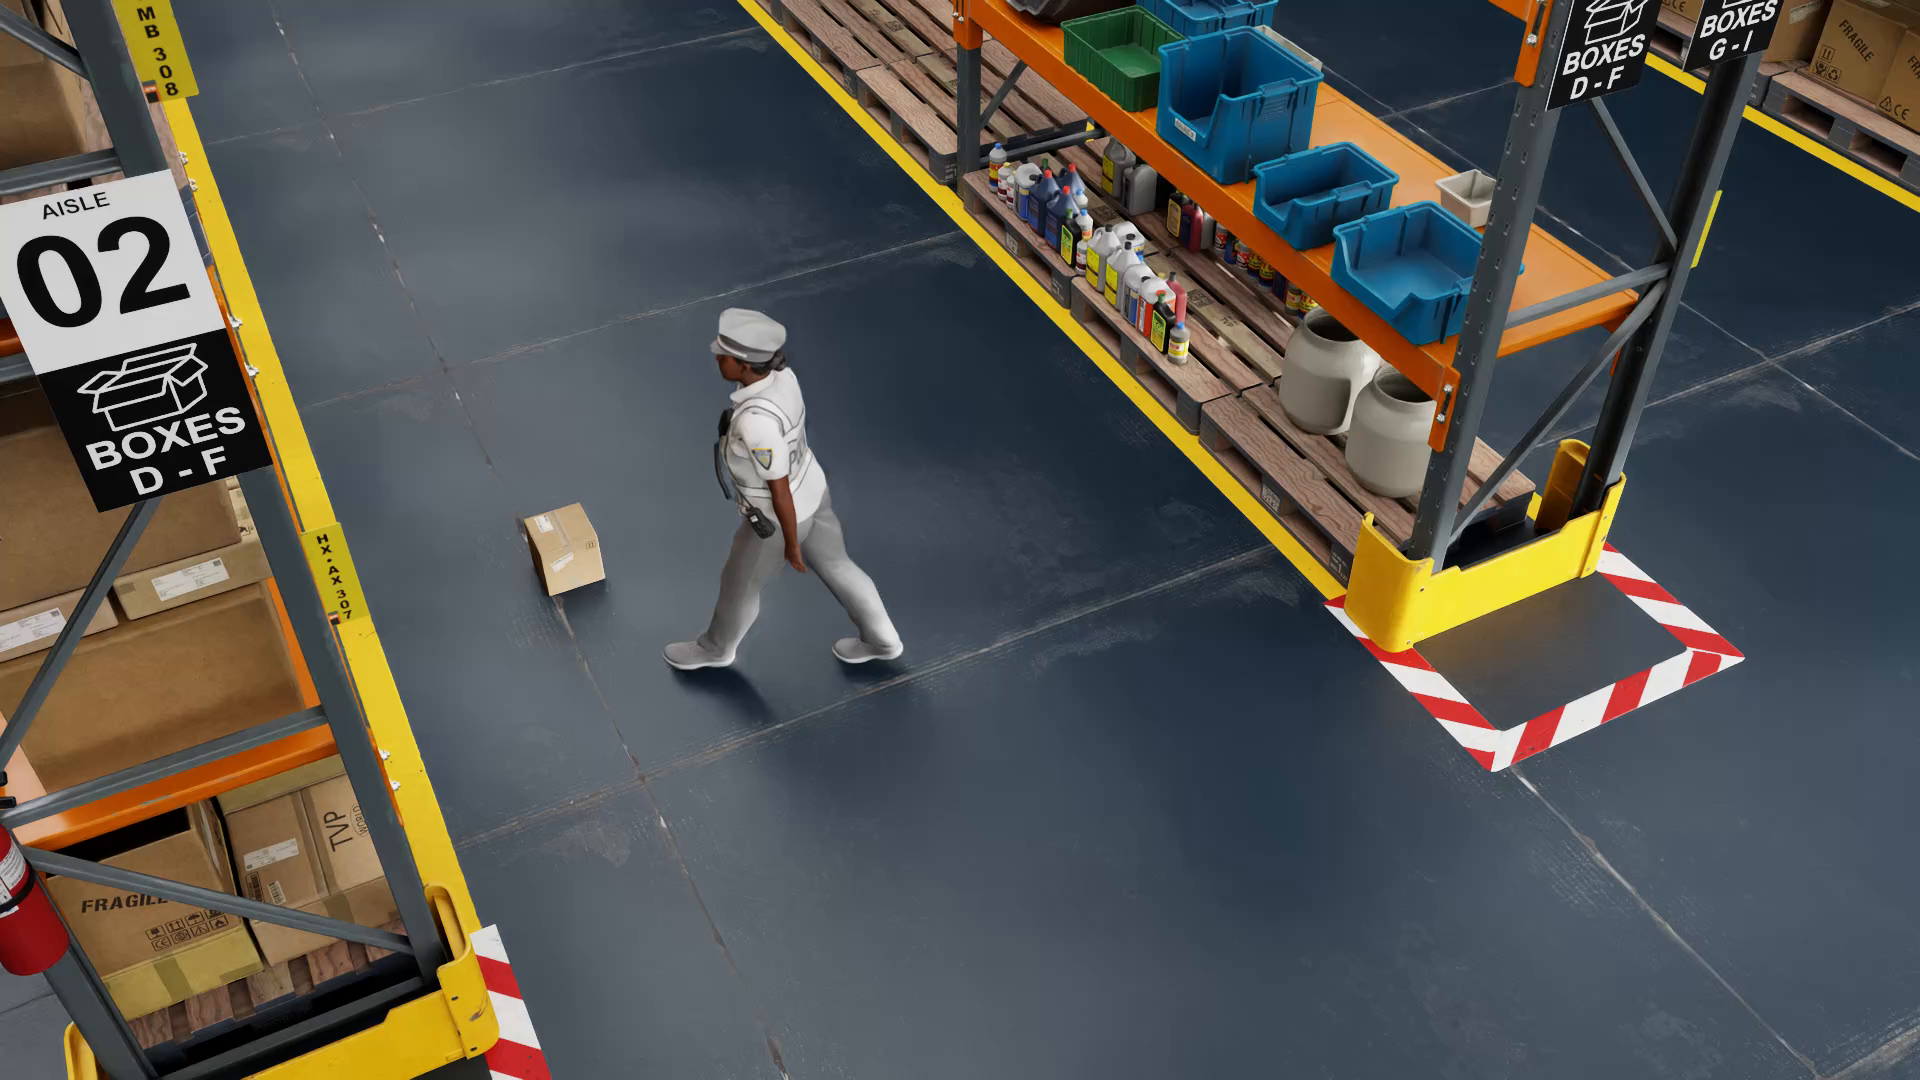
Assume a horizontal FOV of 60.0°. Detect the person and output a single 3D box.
[{"bbox_3d":[-0.714,-0.148,6.290,0.963,1.622,0.447,8,42,9],"label":"person"}]
